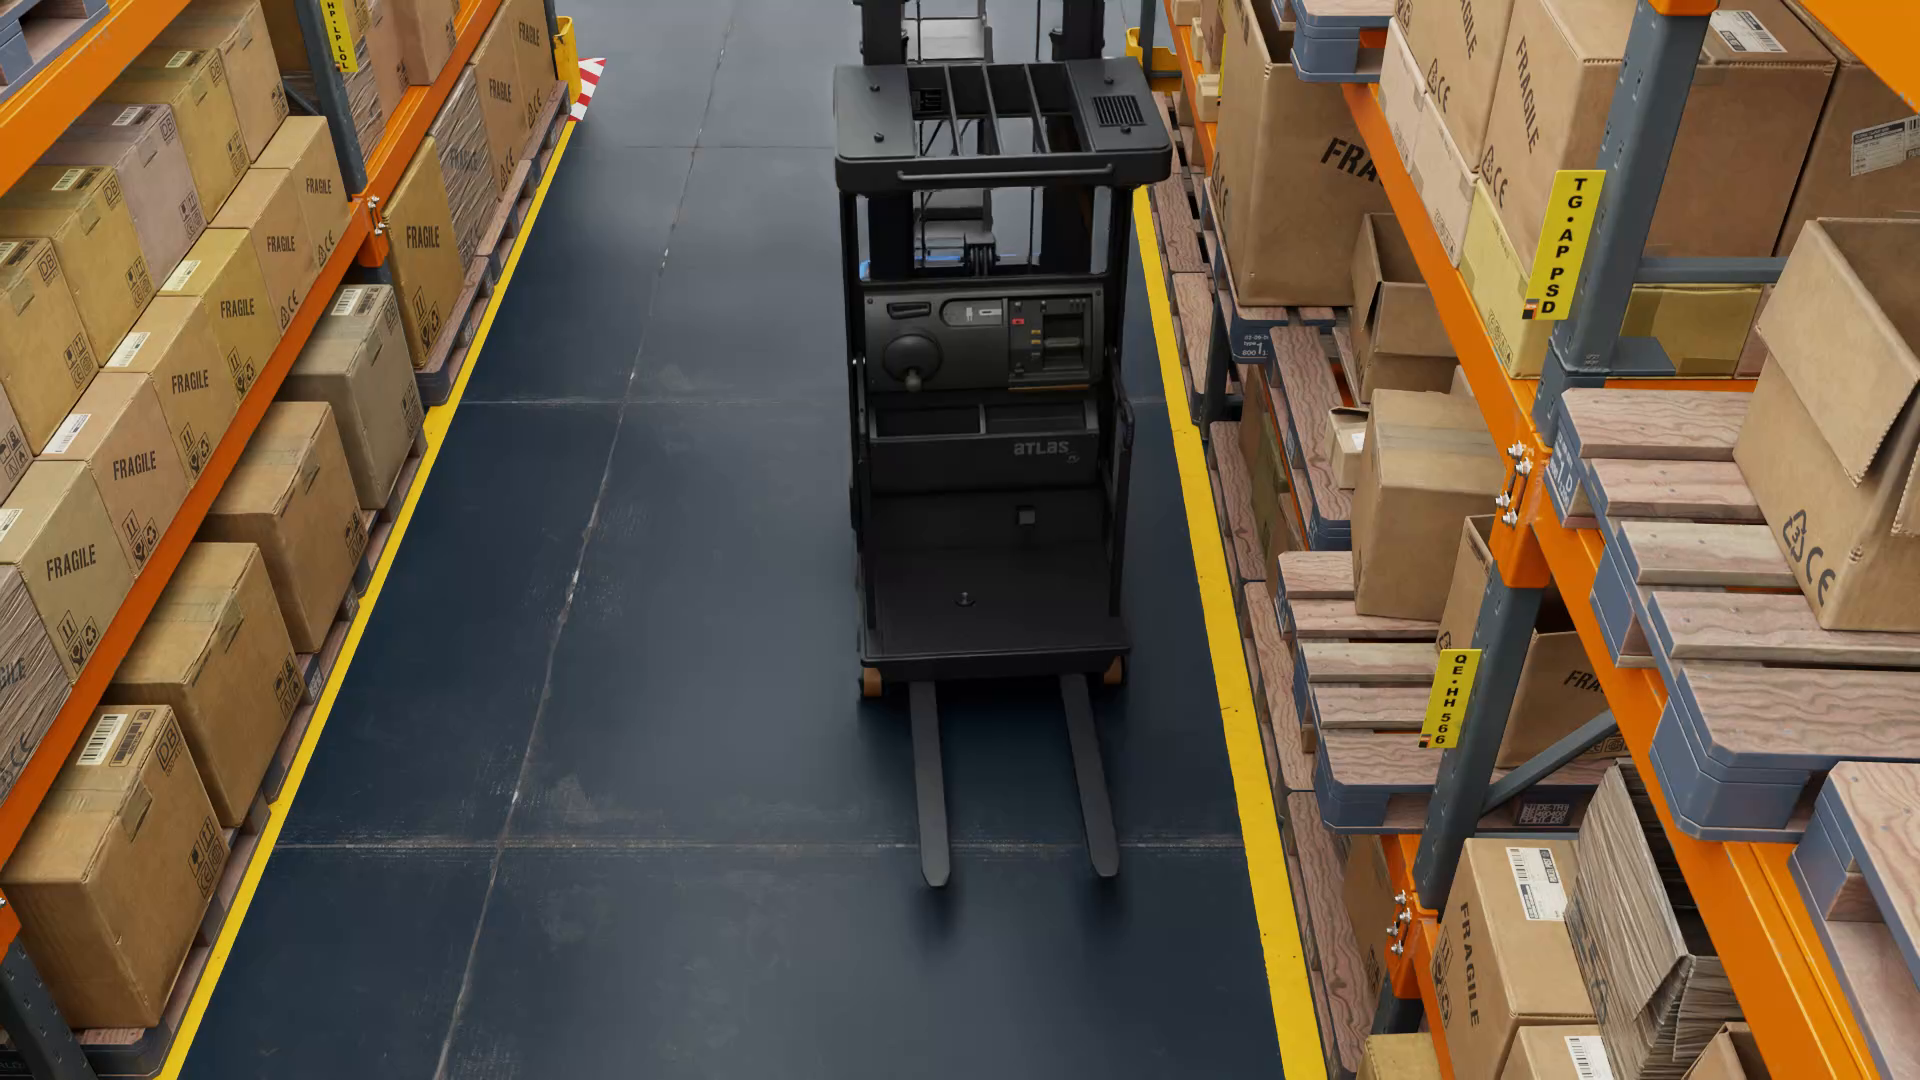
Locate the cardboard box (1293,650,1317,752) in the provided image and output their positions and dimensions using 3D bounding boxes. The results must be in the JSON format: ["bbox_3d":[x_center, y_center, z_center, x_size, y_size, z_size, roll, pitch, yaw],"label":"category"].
[{"bbox_3d":[1.683,0.483,6.395,0.700,0.500,0.500,3,39,4],"label":"cardboard box"}]

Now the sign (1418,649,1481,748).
[{"bbox_3d":[1.182,0.385,4.008,0.100,0.325,0.005,0,39,0],"label":"sign"}]

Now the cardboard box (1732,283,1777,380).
[{"bbox_3d":[1.978,-0.606,3.829,0.500,0.250,0.500,1,39,1],"label":"cardboard box"}]

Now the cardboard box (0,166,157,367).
[{"bbox_3d":[-3.232,-0.926,5.628,0.700,0.500,0.500,0,39,0],"label":"cardboard box"}]

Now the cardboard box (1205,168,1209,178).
[{"bbox_3d":[1.672,-1.886,9.368,0.500,0.500,0.500,-3,39,-4],"label":"cardboard box"}]

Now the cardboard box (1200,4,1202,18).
[{"bbox_3d":[1.515,-2.832,9.086,0.380,0.149,0.250,0,39,0],"label":"cardboard box"}]

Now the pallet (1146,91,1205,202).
[{"bbox_3d":[1.681,-2.559,10.774,1.003,0.211,1.213,0,39,0],"label":"pallet"}]

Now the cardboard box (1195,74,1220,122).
[{"bbox_3d":[1.383,-2.207,8.306,0.380,0.149,0.250,0,39,0],"label":"cardboard box"}]

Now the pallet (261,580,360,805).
[{"bbox_3d":[-3.160,0.574,6.864,1.003,0.211,1.213,0,39,0],"label":"pallet"}]

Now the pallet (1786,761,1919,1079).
[{"bbox_3d":[1.782,0.805,2.099,1.003,0.211,1.213,2,39,2],"label":"pallet"}]

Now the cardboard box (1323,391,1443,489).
[{"bbox_3d":[1.452,-0.354,5.565,0.396,0.266,0.258,-1,39,-1],"label":"cardboard box"}]

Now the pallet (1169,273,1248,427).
[{"bbox_3d":[1.684,-1.033,8.870,1.003,0.211,1.213,0,39,0],"label":"pallet"}]

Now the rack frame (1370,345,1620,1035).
[{"bbox_3d":[1.724,0.800,4.353,1.000,3.000,0.127,0,39,0],"label":"rack frame"}]

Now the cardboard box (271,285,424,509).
[{"bbox_3d":[-3.150,-0.659,7.637,1.050,0.750,0.750,0,39,0],"label":"cardboard box"}]

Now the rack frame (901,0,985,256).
[{"bbox_3d":[-0.084,-1.658,8.139,0.400,2.100,0.015,-2,38,-2],"label":"rack frame"}]

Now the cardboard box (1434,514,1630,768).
[{"bbox_3d":[1.684,0.260,4.612,0.500,0.500,0.500,-5,39,-6],"label":"cardboard box"}]

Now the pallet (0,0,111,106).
[{"bbox_3d":[-3.294,-1.458,4.923,1.003,0.211,1.213,2,39,2],"label":"pallet"}]

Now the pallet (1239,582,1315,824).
[{"bbox_3d":[1.726,0.639,6.784,1.003,0.211,1.213,0,39,0],"label":"pallet"}]

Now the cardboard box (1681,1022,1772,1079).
[{"bbox_3d":[1.707,1.234,2.929,0.797,0.503,0.637,1,39,1],"label":"cardboard box"}]

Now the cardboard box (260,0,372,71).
[{"bbox_3d":[-3.206,-2.472,7.452,0.875,0.550,0.550,0,39,0],"label":"cardboard box"}]

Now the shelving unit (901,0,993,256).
[{"bbox_3d":[-0.072,-1.509,7.946,0.431,2.100,0.503,-2,38,-2],"label":"shelving unit"}]

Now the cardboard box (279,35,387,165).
[{"bbox_3d":[-3.253,-2.050,7.790,0.875,0.550,0.550,0,39,0],"label":"cardboard box"}]

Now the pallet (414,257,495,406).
[{"bbox_3d":[-3.163,-1.148,9.014,1.003,0.211,1.213,0,39,0],"label":"pallet"}]

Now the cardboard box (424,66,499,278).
[{"bbox_3d":[-3.176,-2.053,9.276,0.875,0.875,0.875,0,39,0],"label":"cardboard box"}]

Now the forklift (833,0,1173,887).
[{"bbox_3d":[0.114,-0.706,6.288,1.130,2.935,3.031,-3,39,-3],"label":"forklift"}]

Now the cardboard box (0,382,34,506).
[{"bbox_3d":[-3.228,-0.286,4.828,0.700,0.500,0.500,-1,39,-1],"label":"cardboard box"}]

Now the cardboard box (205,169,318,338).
[{"bbox_3d":[-2.972,-1.158,6.716,0.500,0.500,0.500,0,39,-1],"label":"cardboard box"}]

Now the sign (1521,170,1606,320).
[{"bbox_3d":[1.182,-0.573,3.254,0.100,0.325,0.005,0,39,0],"label":"sign"}]

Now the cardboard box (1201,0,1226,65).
[{"bbox_3d":[1.714,-2.763,8.482,0.875,0.500,0.500,0,39,0],"label":"cardboard box"}]

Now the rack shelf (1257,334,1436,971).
[{"bbox_3d":[1.722,-0.170,6.139,1.077,0.370,4.000,0,39,0],"label":"rack shelf"}]

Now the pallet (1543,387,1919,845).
[{"bbox_3d":[1.778,0.106,2.972,1.213,0.211,1.003,2,39,2],"label":"pallet"}]

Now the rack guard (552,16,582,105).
[{"bbox_3d":[-3.245,-3.302,11.471,1.175,0.500,0.348,0,39,0],"label":"rack guard"}]

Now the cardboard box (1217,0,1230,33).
[{"bbox_3d":[1.444,-2.528,7.388,0.500,0.500,0.500,0,39,0],"label":"cardboard box"}]

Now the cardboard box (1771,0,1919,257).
[{"bbox_3d":[1.981,-0.899,3.594,0.500,0.500,0.500,0,39,0],"label":"cardboard box"}]

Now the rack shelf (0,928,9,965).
[{"bbox_3d":[-3.233,2.272,3.092,1.077,0.370,4.000,0,39,0],"label":"rack shelf"}]

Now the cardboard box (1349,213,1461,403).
[{"bbox_3d":[1.814,-0.822,5.958,0.797,0.503,0.637,4,39,5],"label":"cardboard box"}]

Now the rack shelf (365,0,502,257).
[{"bbox_3d":[-3.243,-2.731,9.334,1.077,0.370,4.000,0,39,0],"label":"rack shelf"}]

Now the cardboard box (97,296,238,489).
[{"bbox_3d":[-2.968,-0.524,5.926,0.500,0.500,0.500,0,39,-1],"label":"cardboard box"}]

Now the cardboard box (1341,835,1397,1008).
[{"bbox_3d":[1.704,1.185,5.520,0.700,0.500,0.500,-2,39,-2],"label":"cardboard box"}]

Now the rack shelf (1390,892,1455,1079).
[{"bbox_3d":[1.727,2.331,3.017,1.077,0.370,4.000,0,39,0],"label":"rack shelf"}]

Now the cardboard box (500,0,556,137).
[{"bbox_3d":[-3.178,-3.173,10.674,0.875,0.875,0.875,0,39,0],"label":"cardboard box"}]

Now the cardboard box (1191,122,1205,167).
[{"bbox_3d":[1.734,-2.627,10.292,0.500,0.500,0.500,10,40,12],"label":"cardboard box"}]

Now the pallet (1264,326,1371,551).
[{"bbox_3d":[1.681,-0.363,5.958,1.003,0.211,1.213,0,39,0],"label":"pallet"}]

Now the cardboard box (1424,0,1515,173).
[{"bbox_3d":[1.462,-1.223,4.000,0.500,0.500,0.500,0,39,0],"label":"cardboard box"}]

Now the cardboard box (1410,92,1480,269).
[{"bbox_3d":[1.464,-0.919,4.220,0.500,0.250,0.500,0,39,0],"label":"cardboard box"}]

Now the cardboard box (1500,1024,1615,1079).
[{"bbox_3d":[1.456,1.388,3.540,0.500,0.500,0.500,-1,39,-1],"label":"cardboard box"}]

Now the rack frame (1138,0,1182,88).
[{"bbox_3d":[1.715,-4.203,10.596,1.000,3.000,0.127,0,39,0],"label":"rack frame"}]

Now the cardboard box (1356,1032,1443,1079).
[{"bbox_3d":[1.704,1.897,4.348,1.225,0.875,0.875,-2,39,-2],"label":"cardboard box"}]

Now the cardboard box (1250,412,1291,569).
[{"bbox_3d":[1.681,-0.215,7.267,0.700,0.500,0.500,0,39,0],"label":"cardboard box"}]

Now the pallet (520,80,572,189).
[{"bbox_3d":[-3.166,-2.674,10.918,1.003,0.211,1.213,0,39,0],"label":"pallet"}]

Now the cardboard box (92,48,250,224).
[{"bbox_3d":[-3.231,-1.558,6.416,0.700,0.500,0.500,-1,39,-1],"label":"cardboard box"}]

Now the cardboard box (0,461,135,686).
[{"bbox_3d":[-2.970,0.103,5.143,0.500,0.500,0.500,0,39,0],"label":"cardboard box"}]

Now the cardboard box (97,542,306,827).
[{"bbox_3d":[-3.151,0.527,6.157,1.050,0.750,0.750,1,39,1],"label":"cardboard box"}]

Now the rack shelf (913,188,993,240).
[{"bbox_3d":[-0.072,-1.498,7.954,0.431,0.518,0.480,-2,38,-2],"label":"rack shelf"}]

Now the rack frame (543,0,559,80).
[{"bbox_3d":[-3.245,-4.262,10.670,1.000,3.000,0.127,0,39,0],"label":"rack frame"}]

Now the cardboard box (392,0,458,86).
[{"bbox_3d":[-3.159,-2.732,8.640,0.875,0.550,0.550,0,39,0],"label":"cardboard box"}]

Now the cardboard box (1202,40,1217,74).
[{"bbox_3d":[1.474,-2.519,8.696,0.380,0.149,0.250,0,39,0],"label":"cardboard box"}]
